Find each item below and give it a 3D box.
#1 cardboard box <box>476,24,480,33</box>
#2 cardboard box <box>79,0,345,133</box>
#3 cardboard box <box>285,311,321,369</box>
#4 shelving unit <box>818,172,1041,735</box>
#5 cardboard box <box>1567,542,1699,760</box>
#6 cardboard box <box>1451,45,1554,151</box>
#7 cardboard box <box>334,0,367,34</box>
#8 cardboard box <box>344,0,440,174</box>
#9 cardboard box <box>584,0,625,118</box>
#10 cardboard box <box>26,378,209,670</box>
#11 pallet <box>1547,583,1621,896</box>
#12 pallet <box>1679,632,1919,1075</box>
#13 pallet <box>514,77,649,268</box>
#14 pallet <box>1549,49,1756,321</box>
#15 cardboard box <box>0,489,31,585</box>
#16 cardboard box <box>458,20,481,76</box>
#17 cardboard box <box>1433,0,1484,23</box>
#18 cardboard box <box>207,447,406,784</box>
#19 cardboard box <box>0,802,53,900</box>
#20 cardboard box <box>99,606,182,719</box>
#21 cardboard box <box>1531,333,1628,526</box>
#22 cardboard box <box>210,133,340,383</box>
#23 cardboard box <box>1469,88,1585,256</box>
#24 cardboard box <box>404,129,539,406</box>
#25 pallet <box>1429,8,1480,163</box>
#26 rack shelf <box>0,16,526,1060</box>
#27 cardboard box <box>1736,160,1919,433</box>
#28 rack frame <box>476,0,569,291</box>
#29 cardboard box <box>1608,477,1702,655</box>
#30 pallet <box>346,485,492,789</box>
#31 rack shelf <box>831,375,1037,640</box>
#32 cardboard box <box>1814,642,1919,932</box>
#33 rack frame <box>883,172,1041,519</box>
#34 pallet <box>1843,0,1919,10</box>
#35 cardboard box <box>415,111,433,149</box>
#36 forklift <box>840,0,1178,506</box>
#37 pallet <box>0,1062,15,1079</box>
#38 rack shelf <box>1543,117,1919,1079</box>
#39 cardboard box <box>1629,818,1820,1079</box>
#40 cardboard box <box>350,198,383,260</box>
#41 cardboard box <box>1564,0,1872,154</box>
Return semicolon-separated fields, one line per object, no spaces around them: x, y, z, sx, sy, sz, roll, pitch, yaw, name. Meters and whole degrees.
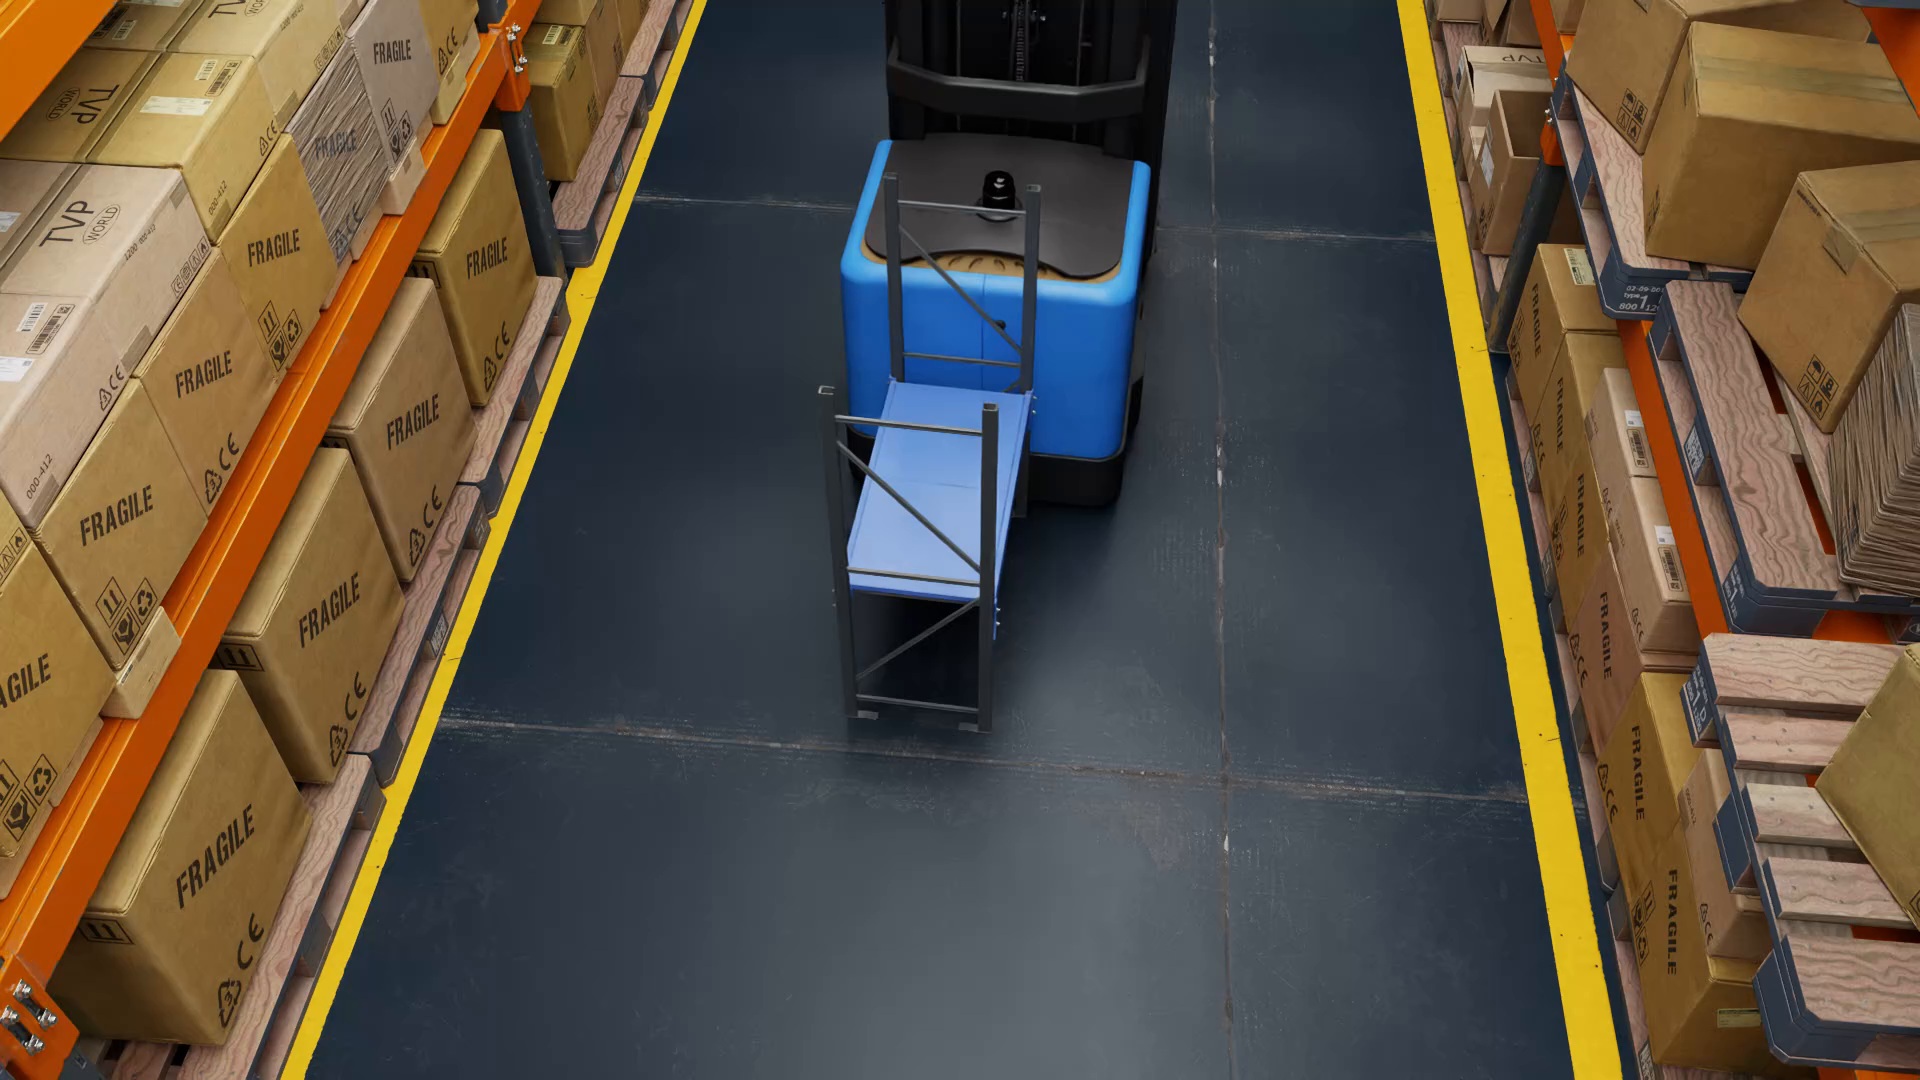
-2.257;-2.099;7.106;0.380;0.149;0.250;4;48;3;cardboard box
-2.107;-1.416;4.721;0.500;0.250;0.500;5;48;4;cardboard box
-2.160;-0.662;4.979;0.380;0.149;0.250;5;48;5;cardboard box
-0.068;-0.254;5.466;0.538;1.500;1.048;6;48;6;shelving unit
2.293;0.363;5.281;0.500;0.500;0.500;2;48;2;cardboard box
2.555;-2.032;7.599;0.500;0.311;0.500;4;48;4;cardboard box
-2.060;-1.791;5.064;0.500;0.250;0.500;5;48;4;cardboard box
-2.044;-1.541;5.344;0.500;0.500;0.500;4;48;4;cardboard box
-1.997;-2.342;7.768;0.700;0.500;0.500;3;48;3;cardboard box
-2.225;-0.058;3.987;0.500;0.500;0.500;5;48;5;cardboard box
2.572;0.639;5.523;1.003;0.211;1.213;4;48;4;pallet
2.345;0.700;3.707;1.213;0.211;1.003;4;48;4;pallet
-2.069;-1.744;7.703;1.003;0.211;1.213;4;48;4;pallet
2.536;-1.157;5.406;1.003;0.211;1.213;4;48;4;pallet
-2.280;0.076;3.357;0.500;0.250;0.500;5;48;4;cardboard box
-1.965;-1.787;6.008;0.380;0.149;0.250;4;48;4;cardboard box
2.659;-2.846;8.386;0.500;0.250;0.500;4;48;4;cardboard box
-2.297;0.216;5.192;0.750;0.750;0.750;4;48;3;cardboard box
-2.320;0.659;3.771;0.380;0.149;0.250;3;48;3;cardboard box
-2.180;0.285;4.113;0.380;0.149;0.250;5;48;5;cardboard box
2.393;-0.375;5.956;0.500;0.500;0.500;4;48;4;cardboard box
-2.139;-0.805;4.671;0.500;0.500;0.500;5;48;5;cardboard box
2.487;-1.544;7.026;0.500;0.500;0.500;4;48;4;cardboard box
-2.146;-1.062;6.361;0.750;0.750;0.750;4;48;4;cardboard box
2.889;-2.264;8.178;1.003;0.211;1.213;4;48;4;pallet
-2.398;-0.420;5.089;1.077;0.370;4.000;4;48;4;rack shelf
2.618;-0.675;4.482;0.700;0.500;0.500;-7;48;-6;cardboard box
-2.216;-2.132;6.167;1.000;3.000;0.127;4;48;4;rack frame
2.294;0.083;5.029;0.500;0.250;0.500;3;48;3;cardboard box
-2.320;0.280;5.851;1.003;0.211;1.213;4;48;4;pallet
-0.068;-0.133;5.599;0.538;0.185;1.000;6;48;6;rack shelf
2.298;0.492;3.415;0.700;0.500;0.500;-11;48;-10;cardboard box
0.007;-0.625;5.806;0.500;1.500;0.032;6;48;6;rack frame
2.496;-1.514;3.696;1.213;0.211;1.003;4;48;4;pallet
-2.033;-1.412;5.666;0.380;0.149;0.250;5;48;5;cardboard box
0.299;-2.219;6.293;1.130;2.935;3.031;6;48;6;forklift
-2.540;1.403;3.064;1.213;0.211;1.003;4;48;4;pallet
2.535;-0.089;4.786;1.077;0.370;4.000;4;48;4;rack shelf
2.204;1.130;4.580;0.500;0.500;0.500;6;48;5;cardboard box
-2.087;-1.039;5.324;0.380;0.149;0.250;4;48;4;cardboard box
2.451;-1.644;5.369;0.700;0.500;0.500;-11;48;-10;cardboard box
